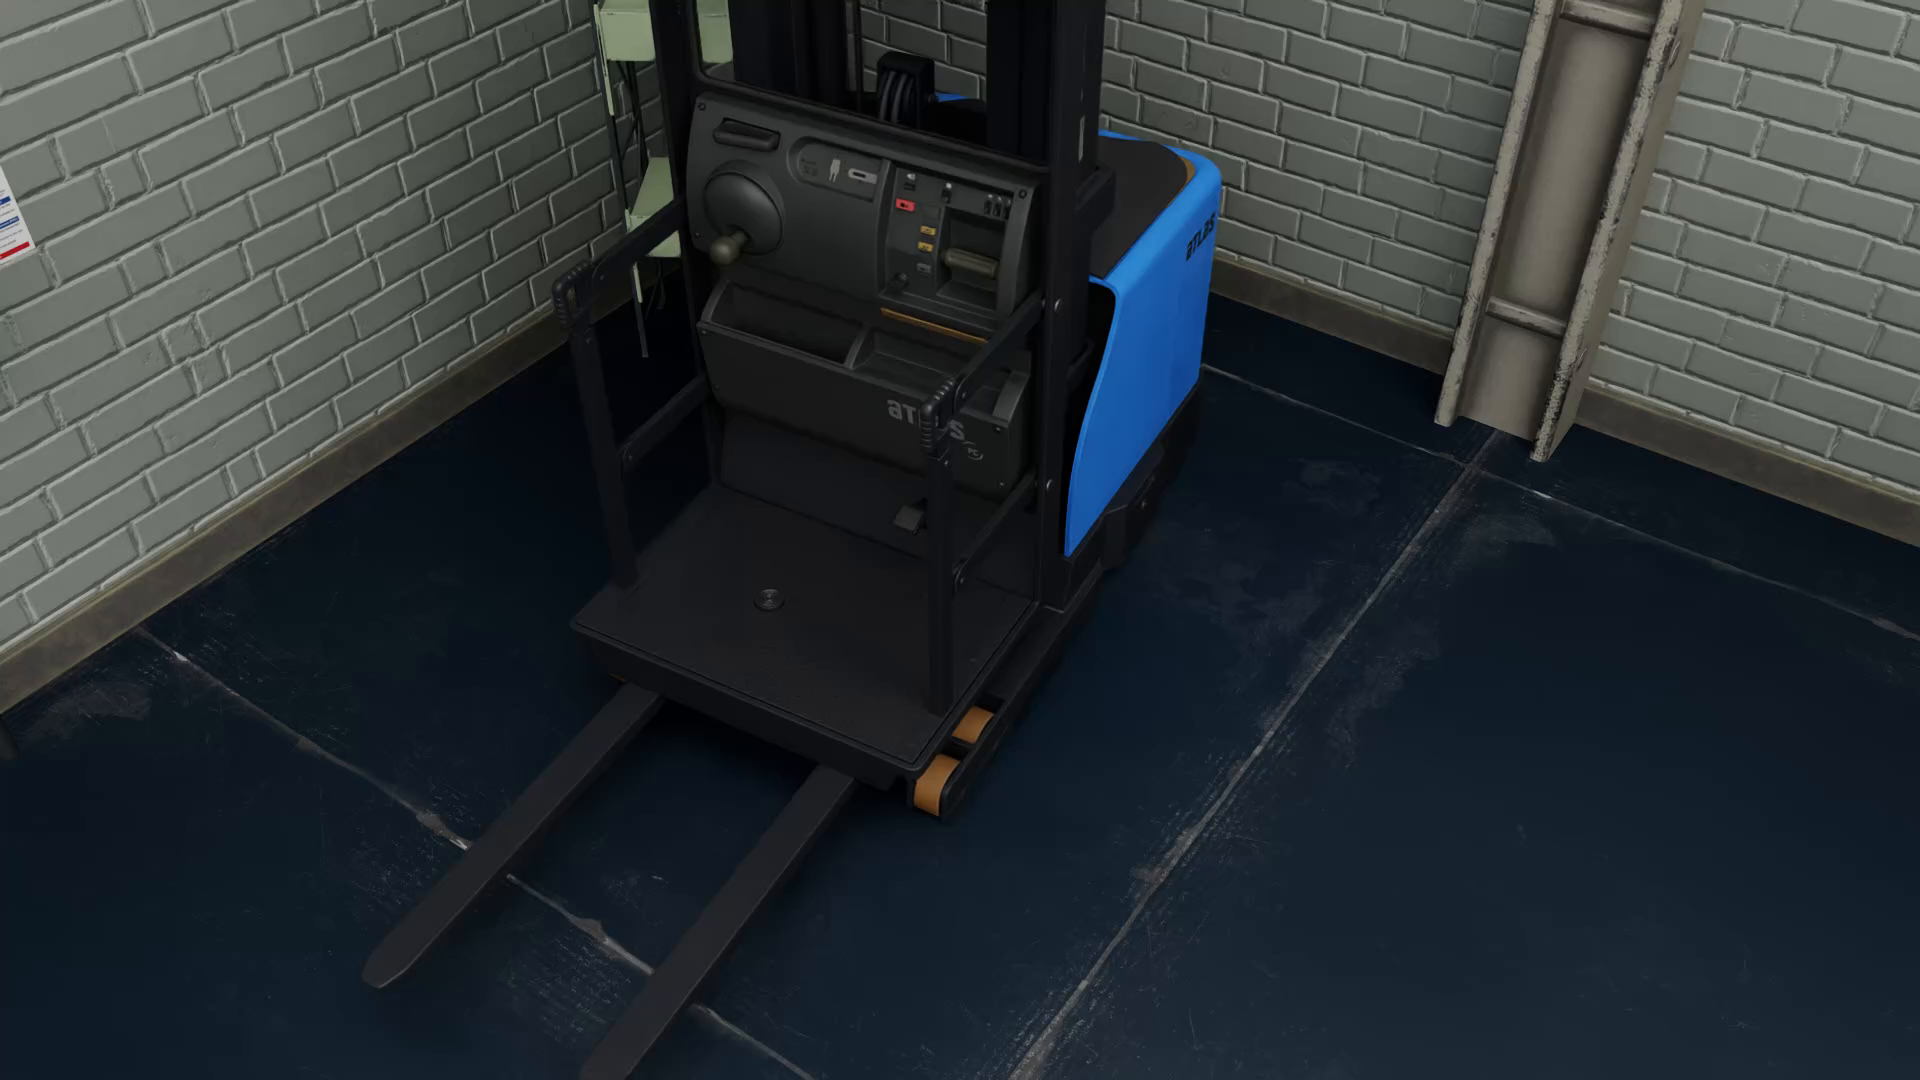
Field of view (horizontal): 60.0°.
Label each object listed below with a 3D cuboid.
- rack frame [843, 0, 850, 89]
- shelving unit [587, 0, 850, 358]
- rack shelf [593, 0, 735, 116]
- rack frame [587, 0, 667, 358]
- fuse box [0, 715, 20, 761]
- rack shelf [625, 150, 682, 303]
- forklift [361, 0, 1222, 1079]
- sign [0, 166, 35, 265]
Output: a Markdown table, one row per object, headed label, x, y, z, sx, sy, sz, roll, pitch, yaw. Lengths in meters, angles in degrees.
| label | x | y | z | sx | sy | sz | roll | pitch | yaw |
| --- | --- | --- | --- | --- | --- | --- | --- | --- | --- |
| rack frame | -0.392 | -1.332 | 5.614 | 0.023 | 1.500 | 0.400 | 1 | 42 | 1 |
| shelving unit | -0.758 | -1.340 | 5.623 | 0.755 | 1.500 | 0.431 | 1 | 42 | 1 |
| rack shelf | -0.758 | -1.631 | 5.362 | 0.720 | 0.370 | 0.431 | 1 | 42 | 1 |
| rack frame | -1.124 | -1.348 | 5.632 | 0.023 | 1.500 | 0.400 | 1 | 42 | 1 |
| fuse box | -2.589 | -0.054 | 4.027 | 0.414 | 1.711 | 0.539 | 25 | 48 | 25 |
| rack shelf | -0.758 | -1.097 | 5.840 | 0.720 | 0.370 | 0.431 | 1 | 42 | 1 |
| forklift | -0.356 | -0.707 | 3.842 | 1.130 | 2.935 | 3.031 | 20 | 45 | 21 |
| sign | -2.475 | -0.847 | 4.019 | 0.001 | 0.494 | 0.329 | 25 | 48 | 25 |
